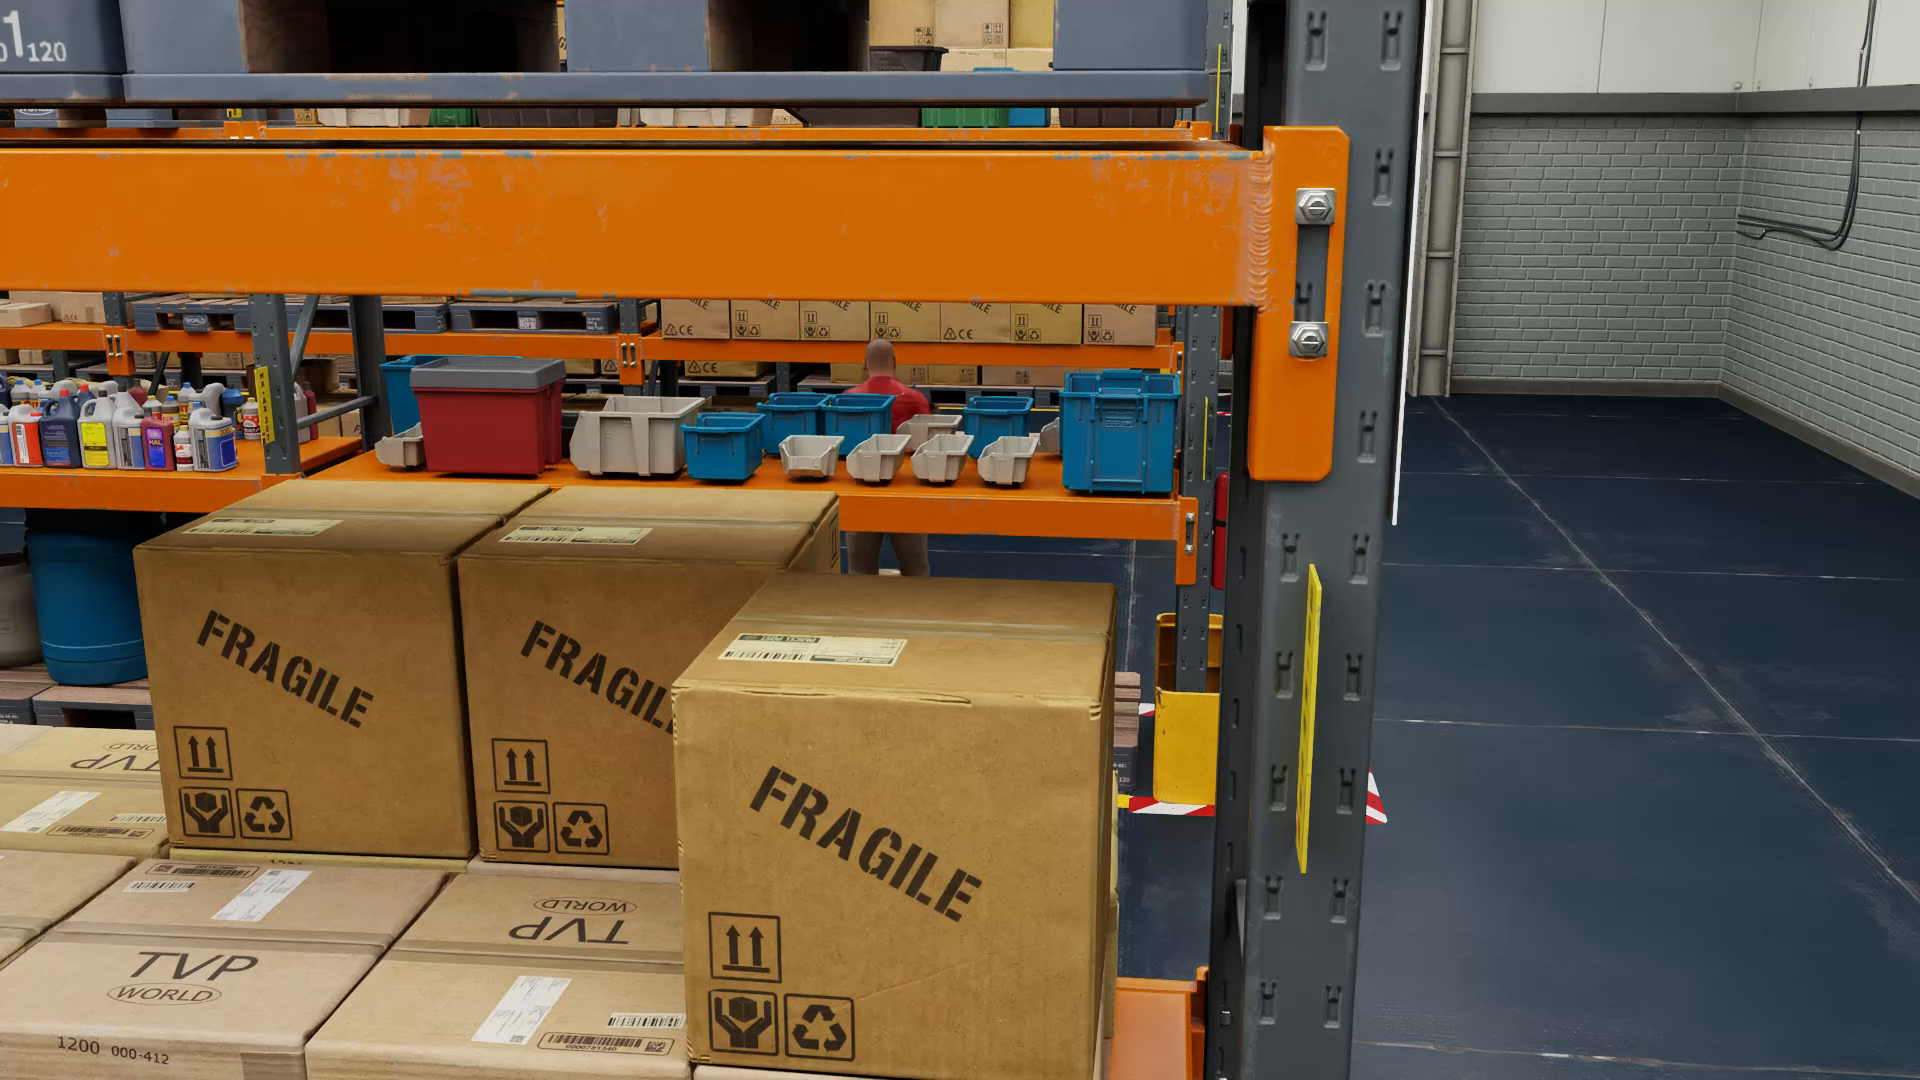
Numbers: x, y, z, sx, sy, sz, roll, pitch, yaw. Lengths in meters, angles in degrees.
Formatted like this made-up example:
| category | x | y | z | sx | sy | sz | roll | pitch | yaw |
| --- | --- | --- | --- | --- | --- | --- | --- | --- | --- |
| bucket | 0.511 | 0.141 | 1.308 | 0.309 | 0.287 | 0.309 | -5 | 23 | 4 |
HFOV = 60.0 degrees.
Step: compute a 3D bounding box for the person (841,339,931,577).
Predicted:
| category | x | y | z | sx | sy | sz | roll | pitch | yaw |
| --- | --- | --- | --- | --- | --- | --- | --- | --- | --- |
| person | -0.398 | -0.198 | 8.821 | 0.585 | 1.725 | 0.391 | 1 | 14 | 4 |
